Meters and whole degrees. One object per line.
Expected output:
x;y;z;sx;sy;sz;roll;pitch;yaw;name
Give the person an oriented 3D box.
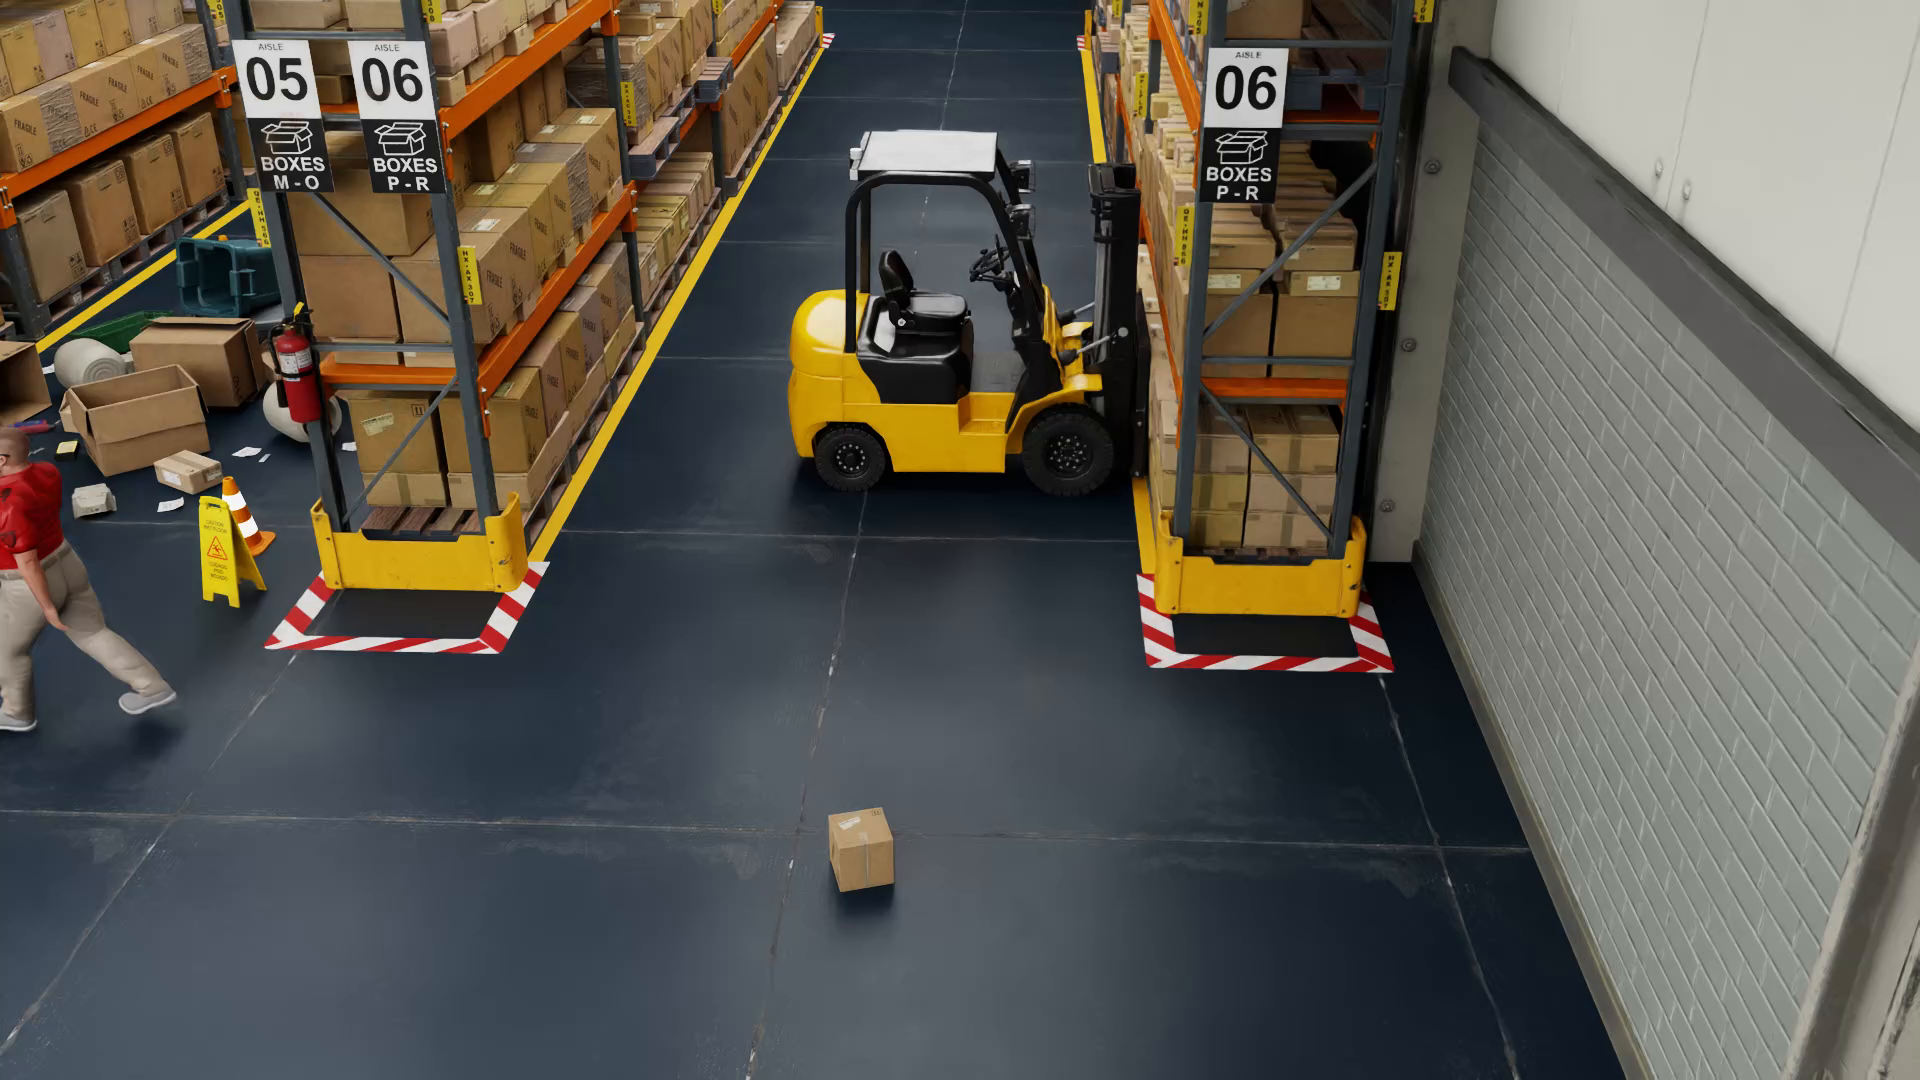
-4.578;0.198;8.267;1.029;1.674;0.526;4;28;7;person
